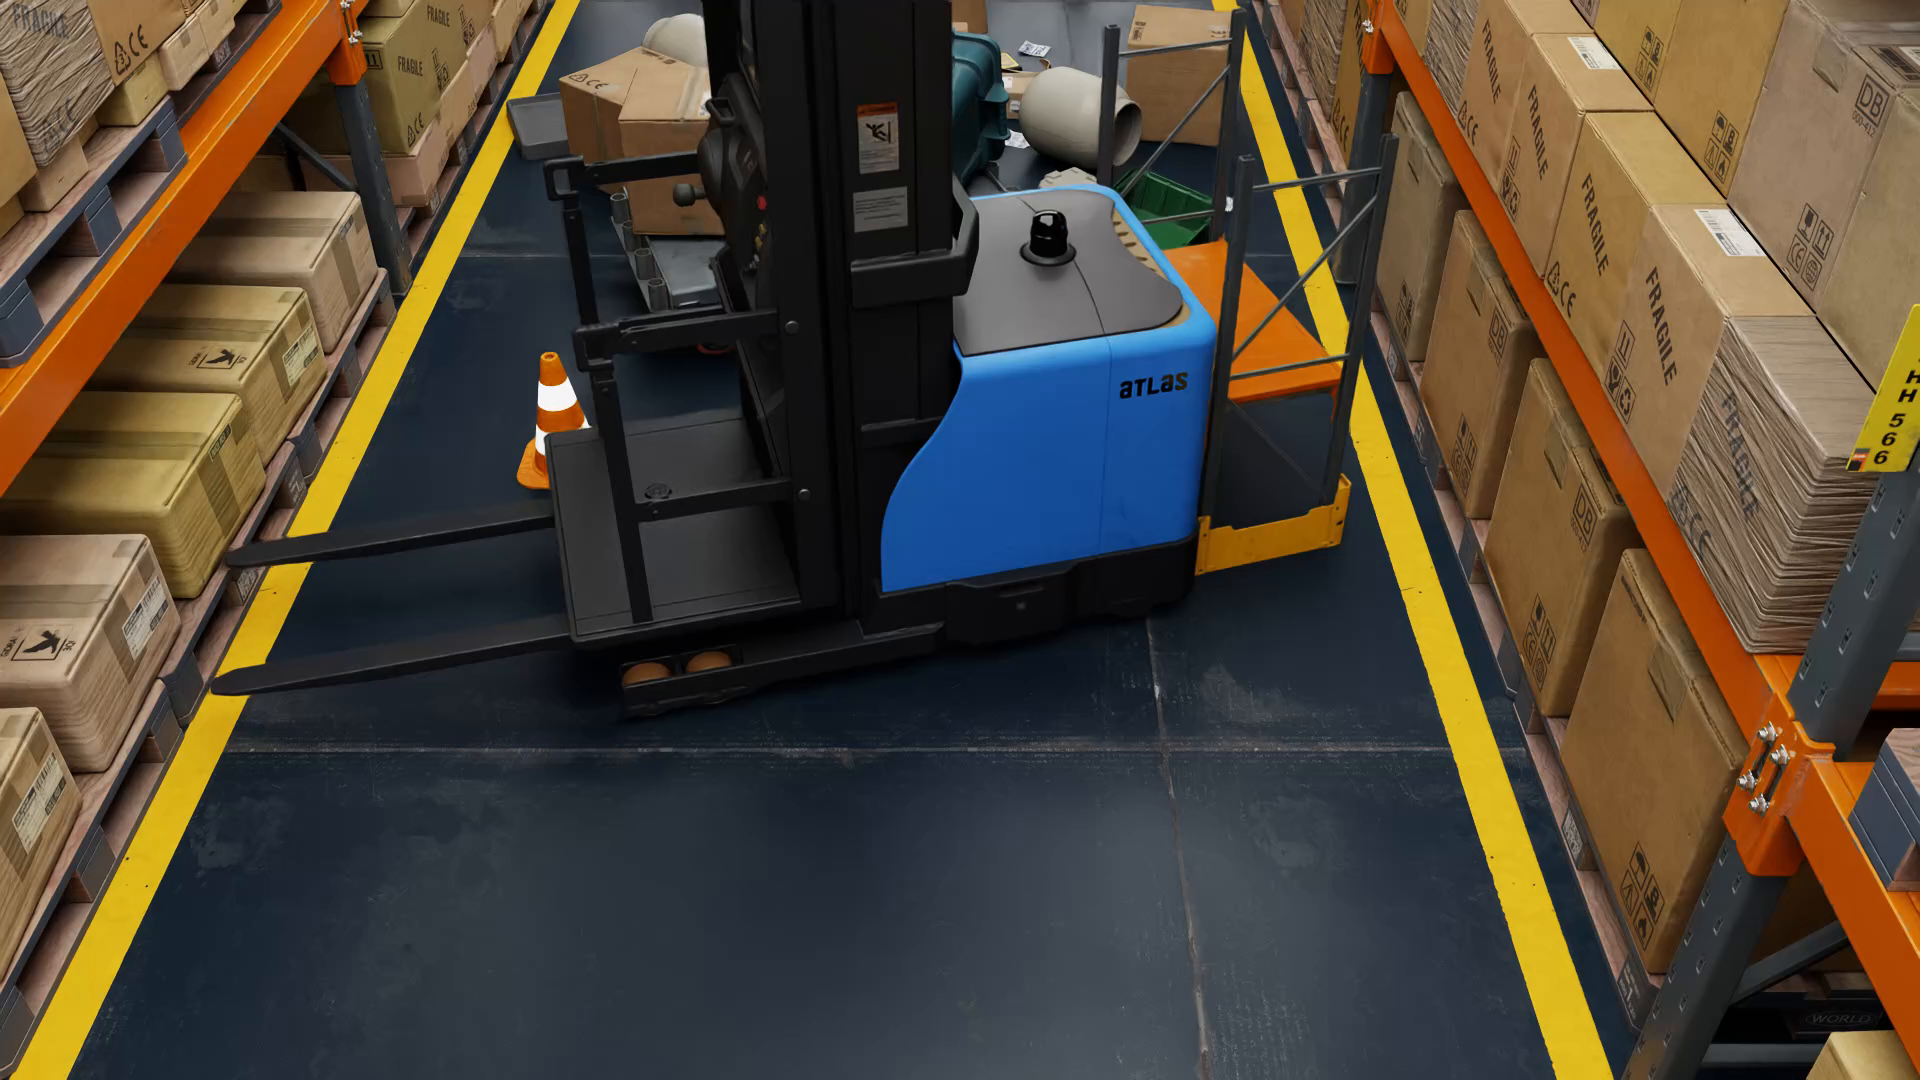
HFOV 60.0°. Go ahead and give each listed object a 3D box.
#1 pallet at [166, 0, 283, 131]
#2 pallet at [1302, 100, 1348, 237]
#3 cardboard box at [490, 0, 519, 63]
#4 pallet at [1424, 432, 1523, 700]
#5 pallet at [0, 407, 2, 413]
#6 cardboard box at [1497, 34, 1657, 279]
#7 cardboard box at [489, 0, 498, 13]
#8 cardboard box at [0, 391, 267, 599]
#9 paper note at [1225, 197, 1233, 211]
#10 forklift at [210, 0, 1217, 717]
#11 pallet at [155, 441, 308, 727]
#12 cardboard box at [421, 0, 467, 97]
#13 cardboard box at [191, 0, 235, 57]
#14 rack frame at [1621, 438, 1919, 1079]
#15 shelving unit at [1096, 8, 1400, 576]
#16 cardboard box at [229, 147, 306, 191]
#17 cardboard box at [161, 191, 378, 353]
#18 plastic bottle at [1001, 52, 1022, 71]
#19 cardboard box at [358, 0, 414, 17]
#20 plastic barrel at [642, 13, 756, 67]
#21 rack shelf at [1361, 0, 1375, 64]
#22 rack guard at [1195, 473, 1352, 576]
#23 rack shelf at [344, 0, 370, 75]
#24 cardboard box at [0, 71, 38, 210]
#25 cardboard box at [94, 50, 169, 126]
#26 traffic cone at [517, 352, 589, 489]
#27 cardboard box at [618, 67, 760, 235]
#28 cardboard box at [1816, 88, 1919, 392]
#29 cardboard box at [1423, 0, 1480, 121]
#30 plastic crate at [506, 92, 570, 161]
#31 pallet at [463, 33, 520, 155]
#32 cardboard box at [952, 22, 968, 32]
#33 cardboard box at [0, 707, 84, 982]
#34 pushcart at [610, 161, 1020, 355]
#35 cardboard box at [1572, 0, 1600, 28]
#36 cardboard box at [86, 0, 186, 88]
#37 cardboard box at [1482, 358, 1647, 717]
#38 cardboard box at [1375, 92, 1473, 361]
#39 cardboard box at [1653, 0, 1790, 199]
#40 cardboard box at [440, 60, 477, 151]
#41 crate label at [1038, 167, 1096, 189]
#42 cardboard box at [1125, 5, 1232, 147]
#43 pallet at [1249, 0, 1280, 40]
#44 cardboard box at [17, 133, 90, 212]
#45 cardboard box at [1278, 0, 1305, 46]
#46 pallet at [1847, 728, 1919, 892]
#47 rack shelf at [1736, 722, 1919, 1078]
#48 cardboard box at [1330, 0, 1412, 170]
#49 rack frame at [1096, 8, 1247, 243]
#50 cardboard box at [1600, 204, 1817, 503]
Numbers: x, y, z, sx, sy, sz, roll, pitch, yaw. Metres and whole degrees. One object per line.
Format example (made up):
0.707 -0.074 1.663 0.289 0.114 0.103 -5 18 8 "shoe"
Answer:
-2.985 -1.677 5.598 1.003 0.211 1.213 0 39 0 "pallet"
2.186 -1.684 7.683 1.003 0.211 1.213 0 39 0 "pallet"
-2.577 -2.666 8.541 0.500 0.250 0.500 -1 39 -2 "cardboard box"
2.190 0.039 5.533 1.003 0.211 1.213 0 39 0 "pallet"
-2.944 -0.099 3.629 1.213 0.211 1.003 0 39 0 "pallet"
1.840 -1.061 4.595 0.500 0.500 0.500 1 39 1 "cardboard box"
-2.586 -2.972 8.324 0.500 0.500 0.500 -1 39 -1 "cardboard box"
-2.831 -0.156 5.312 0.950 0.372 0.625 1 39 1 "cardboard box"
1.203 -1.558 7.670 0.147 0.020 0.142 -28 46 -30 "paper note"
-0.808 -0.974 4.621 3.031 2.935 1.130 -10 40 -12 "forklift"
-2.834 0.110 5.444 1.003 0.211 1.213 0 39 0 "pallet"
-2.584 -2.318 7.507 0.500 0.500 0.500 1 39 2 "cardboard box"
-2.545 -1.648 5.273 0.380 0.149 0.250 -1 39 -1 "cardboard box"
2.117 0.205 3.096 0.949 2.616 0.053 0 39 0 "rack frame"
0.876 -0.837 5.595 0.587 1.500 1.083 -11 40 -14 "shelving unit"
-3.110 -1.691 7.324 0.500 0.250 0.500 2 39 2 "cardboard box"
-2.838 -1.041 6.415 0.950 0.372 0.625 0 39 1 "cardboard box"
0.245 -2.503 8.825 0.133 0.061 0.283 -13 40 -16 "plastic bottle"
-2.512 -2.314 6.984 0.380 0.149 0.250 0 39 1 "cardboard box"
-1.329 -2.436 8.451 0.512 0.421 0.421 28 46 30 "plastic barrel"
2.107 -3.267 8.003 1.077 0.370 4.000 0 39 0 "rack shelf"
1.028 -0.052 5.615 0.587 0.250 0.087 -11 40 -14 "rack guard"
-2.843 -3.200 7.920 1.077 0.370 4.000 0 39 0 "rack shelf"
-2.620 -0.987 3.930 0.500 0.500 0.500 1 39 1 "cardboard box"
-2.577 -1.336 4.884 0.380 0.149 0.250 0 39 0 "cardboard box"
-1.439 -0.466 5.961 0.336 0.463 0.334 0 39 0 "traffic cone"
-1.061 -1.570 6.704 0.500 0.500 0.500 0 39 0 "cardboard box"
2.123 -0.505 3.103 0.700 0.500 0.500 0 39 0 "cardboard box"
1.842 -1.691 5.382 0.500 0.500 0.500 0 39 0 "cardboard box"
-2.023 -2.073 8.273 0.402 0.080 0.583 -13 40 -16 "plastic crate"
-2.881 -2.327 8.485 1.003 0.211 1.213 0 39 0 "pallet"
-0.302 -2.129 7.896 0.797 0.637 0.503 0 39 0 "cardboard box"
-2.827 0.780 4.144 0.950 0.372 0.625 -2 39 -3 "cardboard box"
-0.561 -1.240 6.995 1.648 0.377 0.936 -13 40 -16 "pushcart"
2.118 -1.778 4.690 0.700 0.500 0.500 0 39 0 "cardboard box"
-2.614 -1.628 4.729 0.500 0.500 0.500 1 39 1 "cardboard box"
2.199 -0.009 4.826 1.050 0.750 0.750 1 39 1 "cardboard box"
2.200 -1.195 6.305 1.050 0.750 0.750 0 39 0 "cardboard box"
2.118 -1.143 3.898 0.700 0.500 0.500 -1 39 -1 "cardboard box"
-2.583 -2.024 7.740 0.500 0.250 0.500 2 39 3 "cardboard box"
0.506 -1.597 7.633 0.298 0.136 0.250 -28 46 -30 "crate label"
1.081 -2.292 8.209 0.500 0.500 0.500 6 39 8 "cardboard box"
2.184 -3.210 9.587 1.003 0.211 1.213 0 39 0 "pallet"
-2.604 -1.009 4.475 0.380 0.149 0.250 1 39 1 "cardboard box"
2.174 -3.159 8.656 0.875 0.875 0.875 -1 39 -1 "cardboard box"
2.221 0.725 2.600 1.213 0.211 1.003 0 39 0 "pallet"
2.116 1.736 1.760 1.077 0.370 4.000 0 39 0 "rack shelf"
2.178 -2.025 7.241 0.875 0.875 0.875 1 39 1 "cardboard box"
0.718 -1.145 5.979 0.500 1.500 0.032 -11 40 -14 "rack frame"
1.845 -0.428 3.805 0.500 0.500 0.500 0 39 0 "cardboard box"
